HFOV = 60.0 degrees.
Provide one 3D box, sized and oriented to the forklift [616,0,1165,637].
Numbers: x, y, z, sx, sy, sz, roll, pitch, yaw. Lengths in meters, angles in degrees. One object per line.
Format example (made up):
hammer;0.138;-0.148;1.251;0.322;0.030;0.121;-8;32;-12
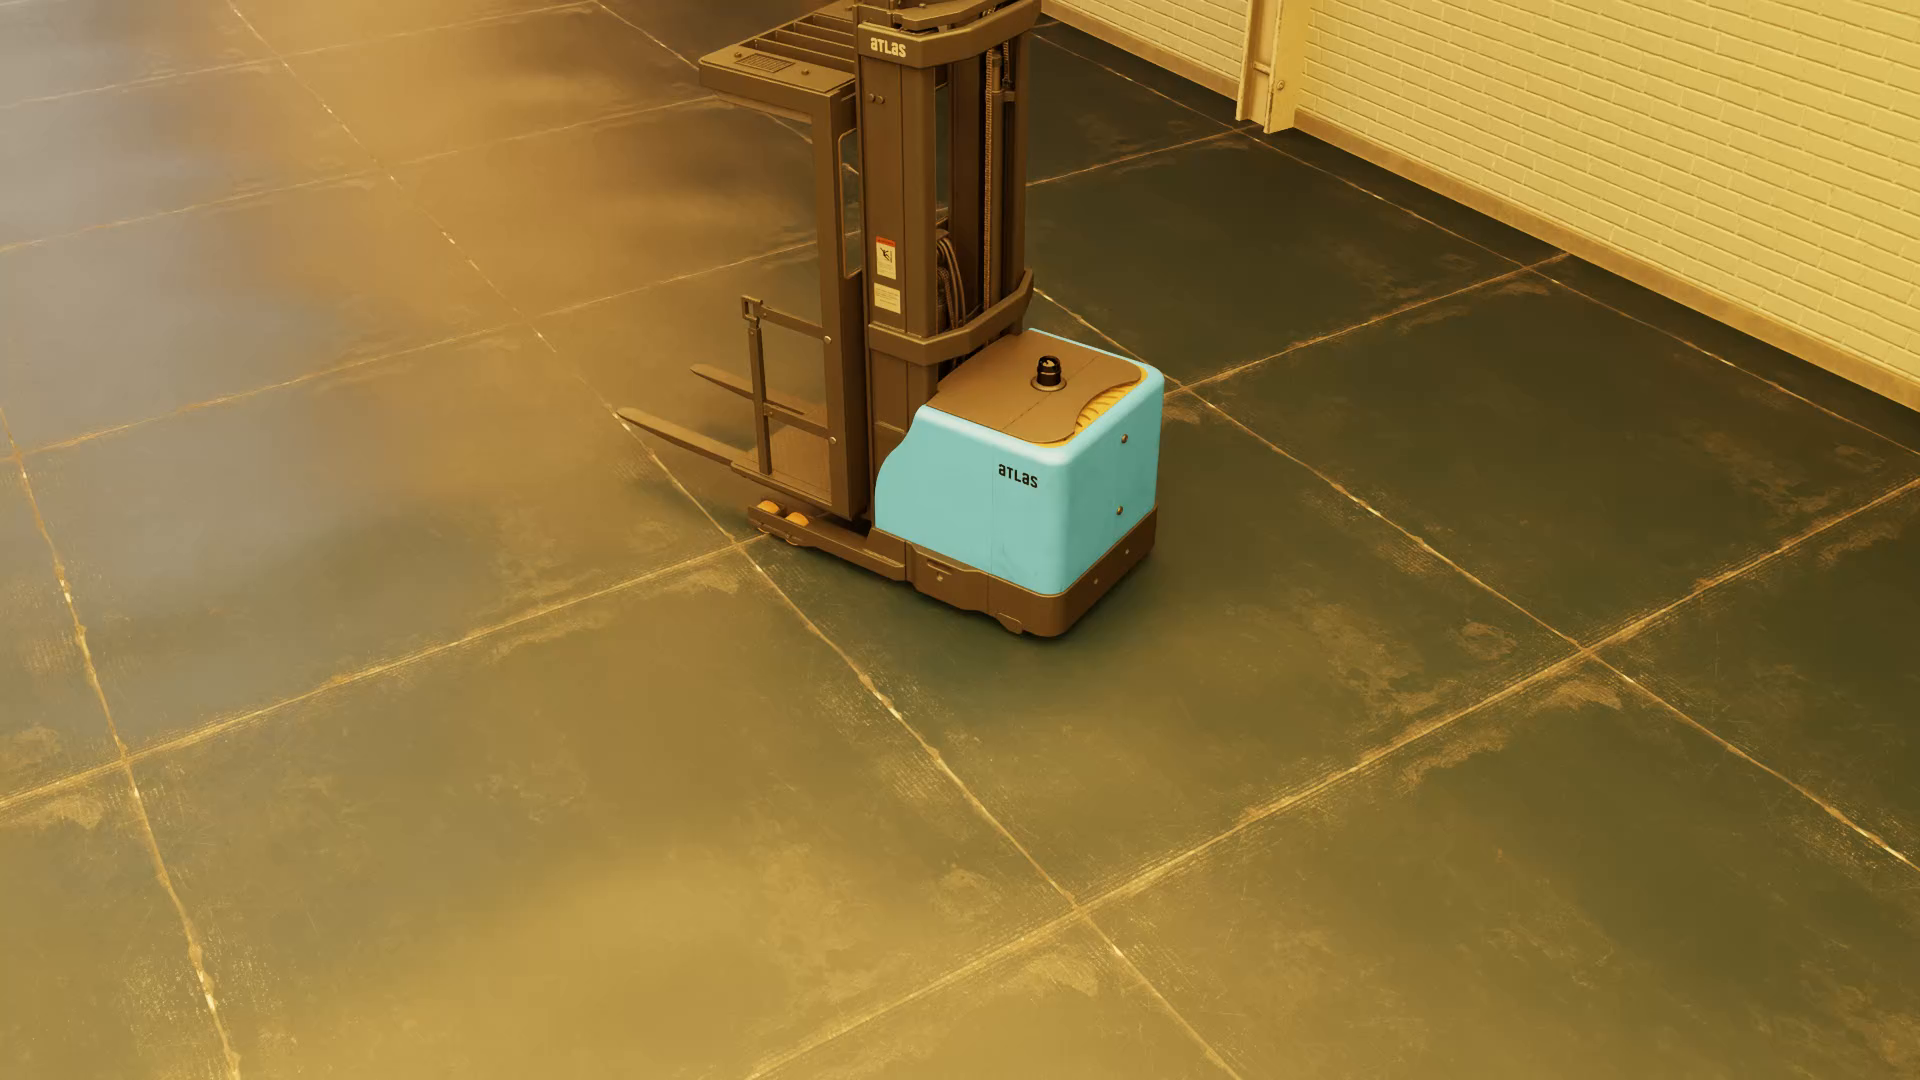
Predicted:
forklift;-0.500;-1.399;8.138;3.031;2.935;1.130;22;41;28
